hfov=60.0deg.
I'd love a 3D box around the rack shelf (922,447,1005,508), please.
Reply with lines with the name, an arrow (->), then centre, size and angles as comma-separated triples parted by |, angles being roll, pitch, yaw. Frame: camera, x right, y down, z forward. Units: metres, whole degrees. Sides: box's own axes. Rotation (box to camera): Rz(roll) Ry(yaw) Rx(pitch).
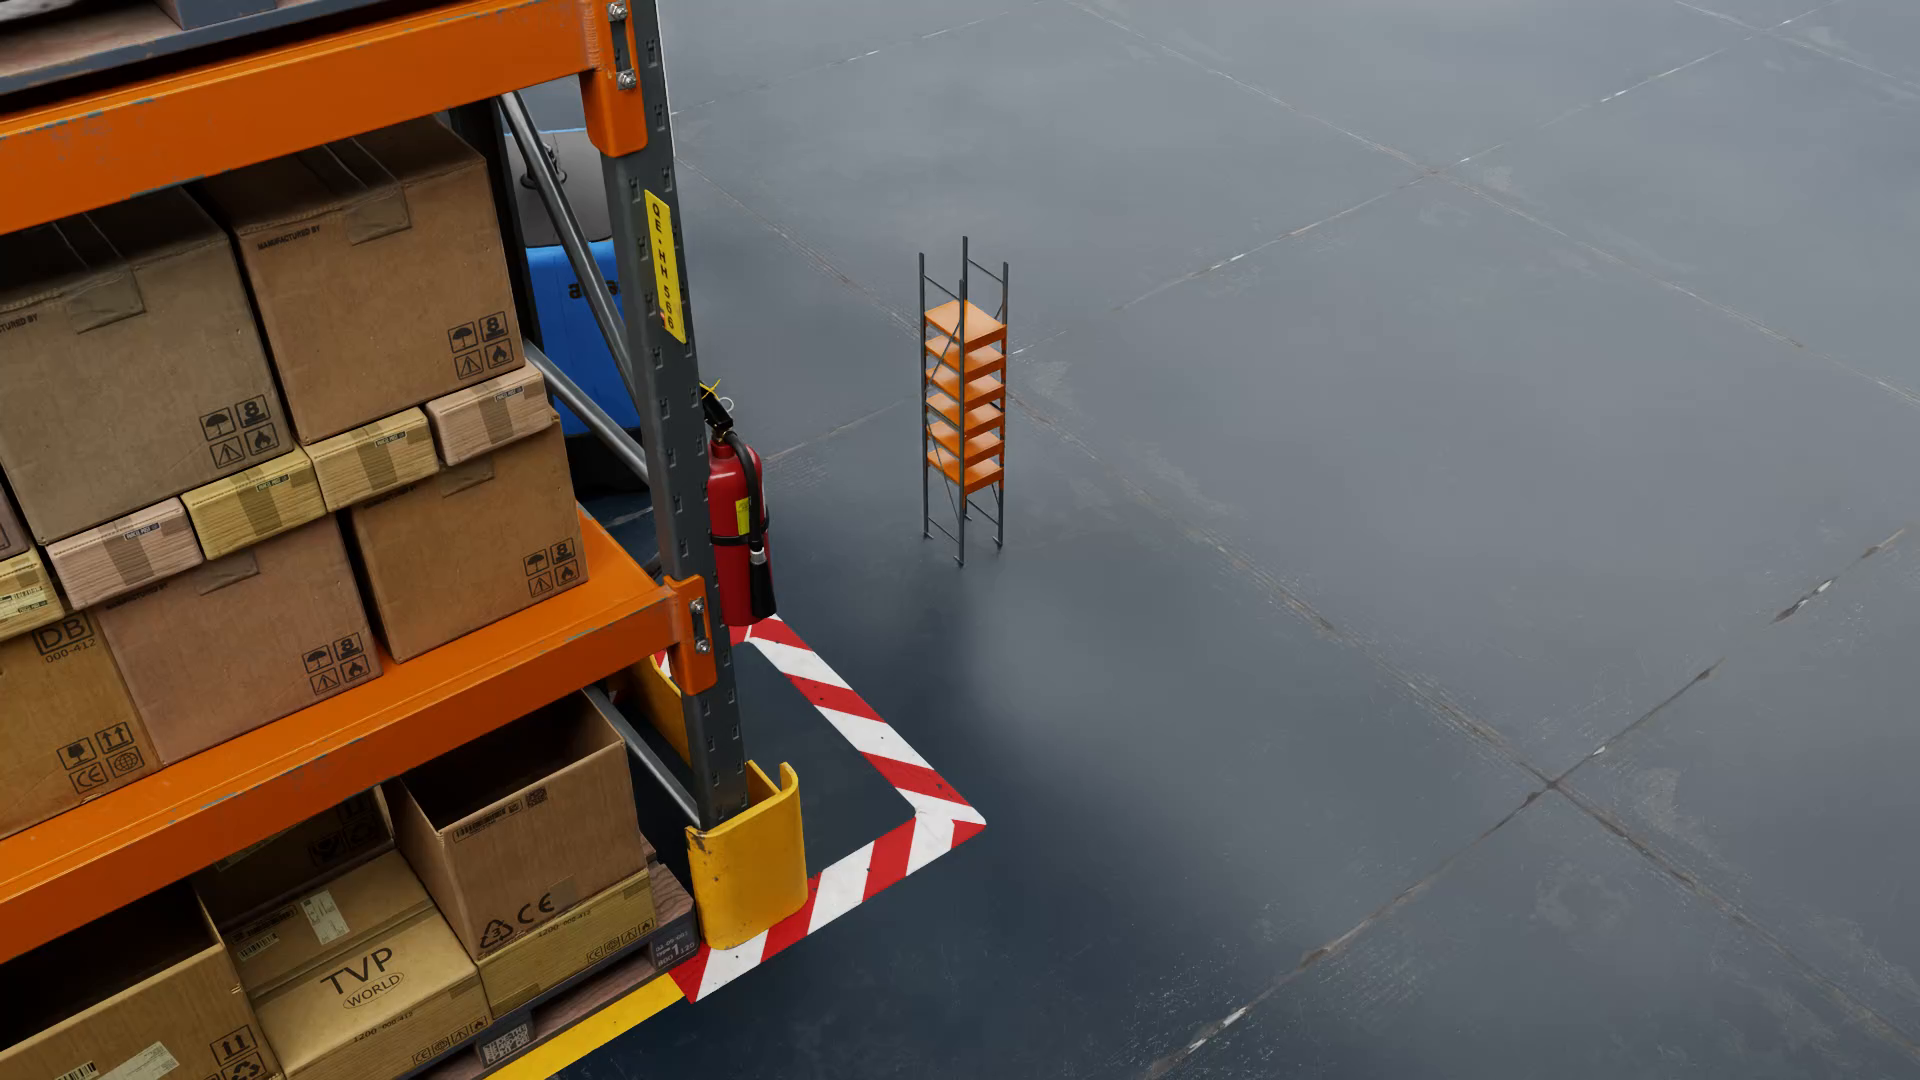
rack shelf -> 0.011, -0.250, 6.057 | 0.180, 0.103, 0.258 | -26, 46, -28

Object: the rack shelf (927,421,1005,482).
rack shelf -> 0.011, -0.342, 5.981 | 0.180, 0.103, 0.258 | -26, 46, -28

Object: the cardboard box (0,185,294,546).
cardboard box -> -1.771, -0.448, 3.329 | 0.500, 0.500, 0.700 | -27, 47, -29

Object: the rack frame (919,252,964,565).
rack frame -> -0.061, -0.434, 5.833 | 0.006, 1.200, 0.240 | -26, 46, -28

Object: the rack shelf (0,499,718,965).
rack shelf -> -2.523, 0.743, 3.546 | 4.000, 0.370, 1.077 | -26, 46, -28

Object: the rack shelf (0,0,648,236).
rack shelf -> -2.523, -0.417, 2.595 | 4.000, 0.370, 1.077 | -26, 46, -28

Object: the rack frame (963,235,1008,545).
rack frame -> 0.084, -0.505, 5.919 | 0.006, 1.200, 0.240 | -26, 46, -28

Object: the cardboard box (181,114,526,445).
cardboard box -> -1.357, -0.654, 3.580 | 0.500, 0.500, 0.700 | -26, 46, -28

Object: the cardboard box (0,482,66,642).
cardboard box -> -1.942, 0.045, 3.240 | 0.250, 0.149, 0.380 | -25, 45, -27

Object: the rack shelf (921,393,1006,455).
rack shelf -> 0.011, -0.435, 5.904 | 0.180, 0.103, 0.258 | -26, 46, -28

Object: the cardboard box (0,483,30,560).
cardboard box -> -2.170, -0.253, 3.091 | 0.500, 0.500, 0.700 | -26, 46, -28

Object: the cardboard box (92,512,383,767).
cardboard box -> -1.729, 0.033, 3.766 | 0.500, 0.500, 0.700 | -25, 45, -27

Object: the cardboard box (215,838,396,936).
cardboard box -> -1.892, 0.883, 4.645 | 0.500, 0.250, 0.500 | -26, 46, -28

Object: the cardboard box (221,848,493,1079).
cardboard box -> -1.571, 1.148, 4.323 | 0.500, 0.250, 0.500 | -26, 46, -28

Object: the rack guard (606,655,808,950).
rack guard -> -0.918, 0.649, 5.065 | 0.348, 0.500, 1.175 | -26, 46, -28

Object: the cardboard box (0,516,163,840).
cardboard box -> -2.126, 0.222, 3.536 | 0.500, 0.500, 0.700 | -26, 46, -28

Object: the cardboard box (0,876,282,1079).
cardboard box -> -1.965, 1.054, 3.846 | 0.500, 0.500, 0.500 | -26, 46, -28

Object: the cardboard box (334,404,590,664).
cardboard box -> -1.315, -0.173, 4.017 | 0.500, 0.500, 0.700 | -26, 46, -28

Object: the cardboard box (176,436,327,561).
cardboard box -> -1.533, -0.153, 3.481 | 0.250, 0.149, 0.380 | -27, 46, -29

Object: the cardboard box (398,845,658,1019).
cardboard box -> -1.182, 0.949, 4.565 | 0.500, 0.250, 0.500 | -26, 46, -28

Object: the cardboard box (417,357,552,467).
cardboard box -> -1.124, -0.354, 3.726 | 0.250, 0.149, 0.380 | -27, 46, -29

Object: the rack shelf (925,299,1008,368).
rack shelf -> 0.011, -0.713, 5.676 | 0.180, 0.103, 0.258 | -26, 46, -28

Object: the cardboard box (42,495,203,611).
cardboard box -> -1.734, -0.057, 3.364 | 0.250, 0.149, 0.380 | -25, 46, -28

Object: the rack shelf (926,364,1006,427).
rack shelf -> 0.011, -0.528, 5.828 | 0.180, 0.103, 0.258 | -26, 46, -28

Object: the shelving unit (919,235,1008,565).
shelving unit -> 0.011, -0.469, 5.876 | 0.189, 1.200, 0.258 | -26, 46, -28

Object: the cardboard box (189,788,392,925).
cardboard box -> -1.893, 0.592, 4.408 | 0.500, 0.500, 0.500 | -26, 46, -28

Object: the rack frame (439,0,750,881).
rack frame -> -0.937, -0.308, 4.260 | 0.127, 3.000, 1.000 | -26, 46, -28

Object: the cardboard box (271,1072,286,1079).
cardboard box -> -1.967, 1.342, 4.086 | 0.500, 0.250, 0.500 | -26, 46, -28

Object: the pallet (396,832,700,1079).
pallet -> -1.518, 1.087, 4.759 | 1.213, 0.211, 1.003 | -26, 46, -28

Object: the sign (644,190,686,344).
sign -> -0.618, -0.569, 3.479 | 0.005, 0.325, 0.100 | -26, 46, -28

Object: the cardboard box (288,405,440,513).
cardboard box -> -1.331, -0.252, 3.602 | 0.250, 0.149, 0.380 | -25, 45, -27

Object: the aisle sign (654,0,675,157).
aisle sign -> -0.706, -1.191, 3.287 | 0.004, 0.787, 0.394 | -26, 46, -28

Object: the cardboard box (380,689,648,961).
cardboard box -> -1.181, 0.660, 4.326 | 0.500, 0.500, 0.500 | -26, 46, -28

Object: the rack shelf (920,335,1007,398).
rack shelf -> 0.011, -0.621, 5.752 | 0.180, 0.103, 0.258 | -26, 46, -28

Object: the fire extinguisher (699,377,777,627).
fire extinguisher -> -0.560, -0.090, 4.056 | 0.183, 0.674, 0.296 | -26, 46, -28

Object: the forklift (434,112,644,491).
forklift -> -2.632, -1.478, 5.741 | 3.031, 2.935, 1.130 | -7, 40, -8

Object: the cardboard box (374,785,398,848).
cardboard box -> -1.498, 0.688, 4.883 | 0.500, 0.250, 0.500 | -26, 46, -28
